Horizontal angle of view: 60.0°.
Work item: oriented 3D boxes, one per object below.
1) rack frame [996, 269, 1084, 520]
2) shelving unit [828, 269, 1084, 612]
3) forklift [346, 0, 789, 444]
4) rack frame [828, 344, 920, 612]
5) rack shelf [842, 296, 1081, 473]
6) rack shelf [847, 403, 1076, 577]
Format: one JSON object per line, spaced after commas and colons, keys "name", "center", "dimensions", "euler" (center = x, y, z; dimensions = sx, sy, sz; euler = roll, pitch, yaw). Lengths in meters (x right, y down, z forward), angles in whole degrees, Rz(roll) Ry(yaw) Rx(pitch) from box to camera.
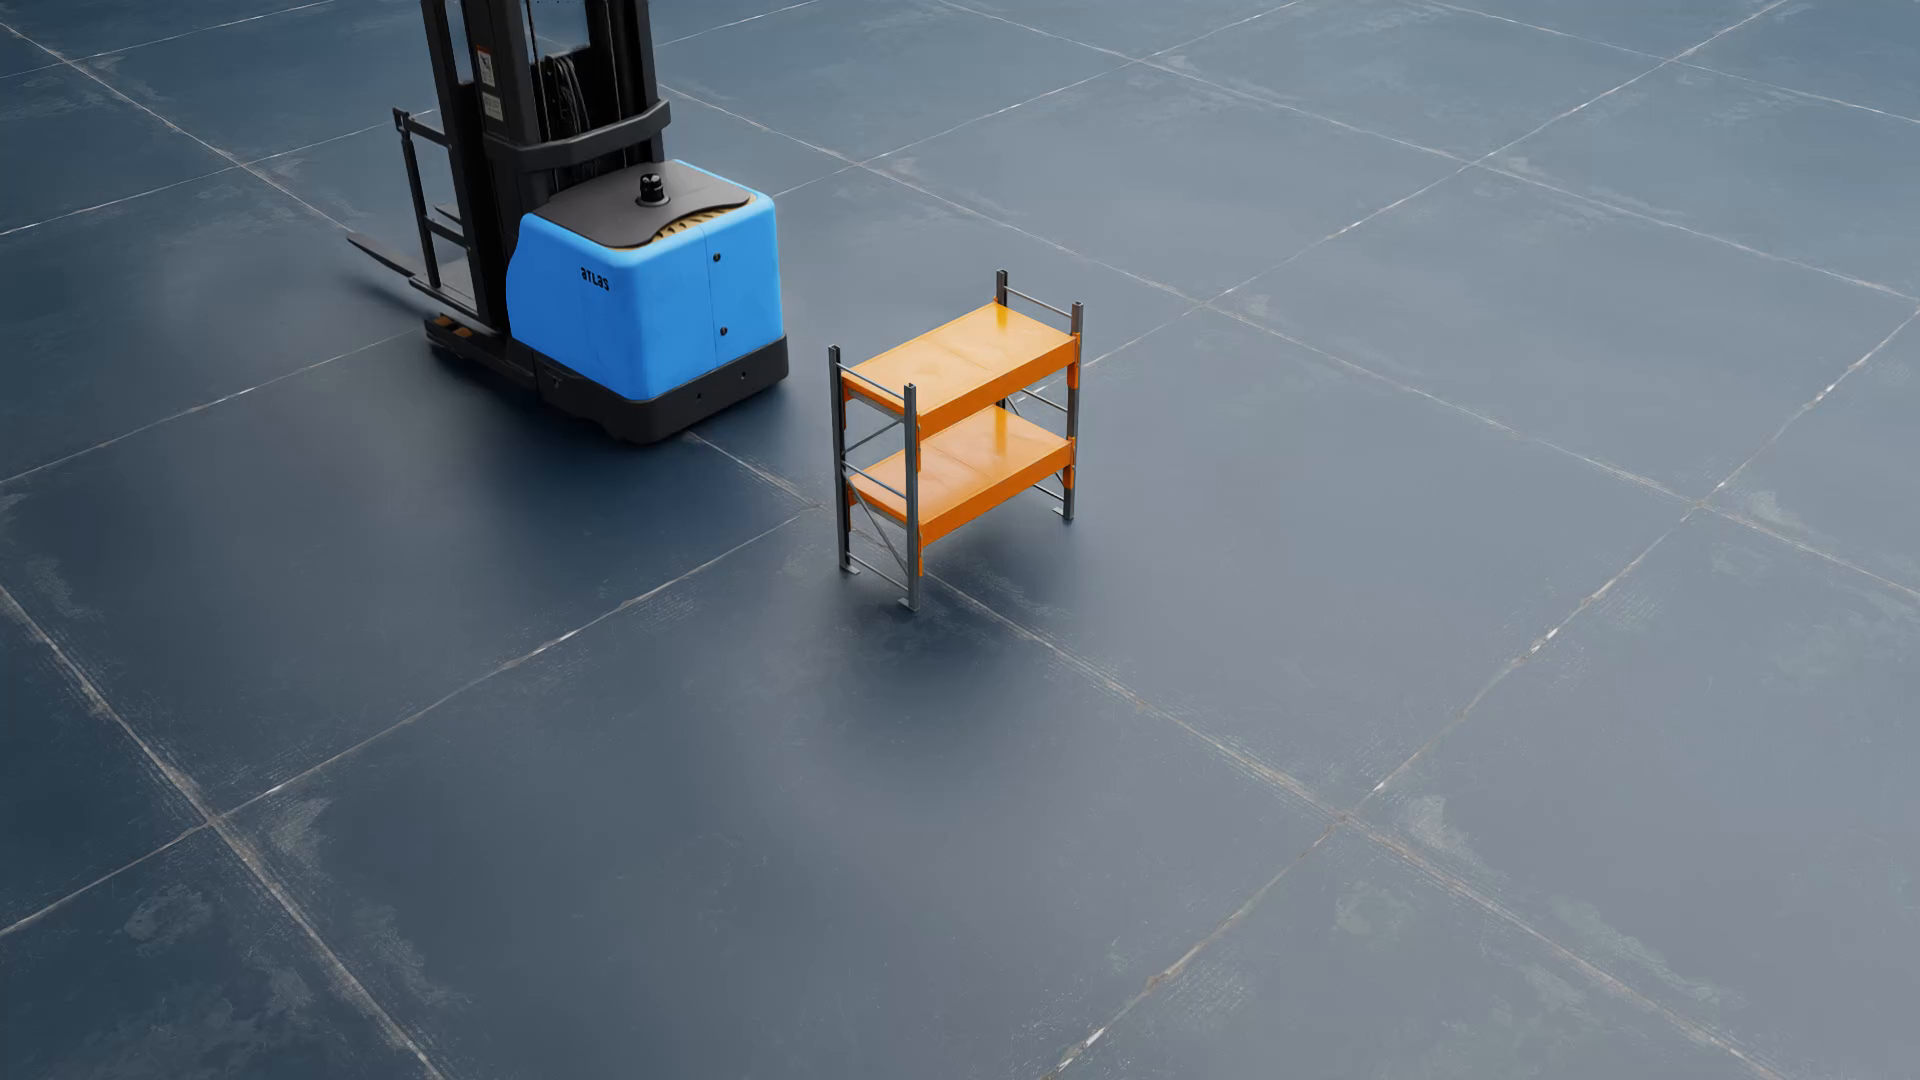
{"name": "rack frame", "center": [0.353, -0.665, 7.720], "dimensions": [0.500, 1.125, 0.032], "euler": [30, 45, 35]}
{"name": "shelving unit", "center": [-0.005, -0.459, 7.424], "dimensions": [0.538, 1.125, 1.048], "euler": [30, 45, 35]}
{"name": "forklift", "center": [-2.344, -2.404, 8.634], "dimensions": [3.031, 2.935, 1.130], "euler": [28, 43, 34]}
{"name": "rack frame", "center": [-0.363, -0.252, 7.128], "dimensions": [0.500, 1.125, 0.032], "euler": [30, 45, 35]}
{"name": "rack shelf", "center": [-0.005, -0.699, 7.257], "dimensions": [0.538, 0.278, 1.000], "euler": [30, 45, 35]}
{"name": "rack shelf", "center": [-0.005, -0.258, 7.564], "dimensions": [0.538, 0.278, 1.000], "euler": [30, 45, 35]}
